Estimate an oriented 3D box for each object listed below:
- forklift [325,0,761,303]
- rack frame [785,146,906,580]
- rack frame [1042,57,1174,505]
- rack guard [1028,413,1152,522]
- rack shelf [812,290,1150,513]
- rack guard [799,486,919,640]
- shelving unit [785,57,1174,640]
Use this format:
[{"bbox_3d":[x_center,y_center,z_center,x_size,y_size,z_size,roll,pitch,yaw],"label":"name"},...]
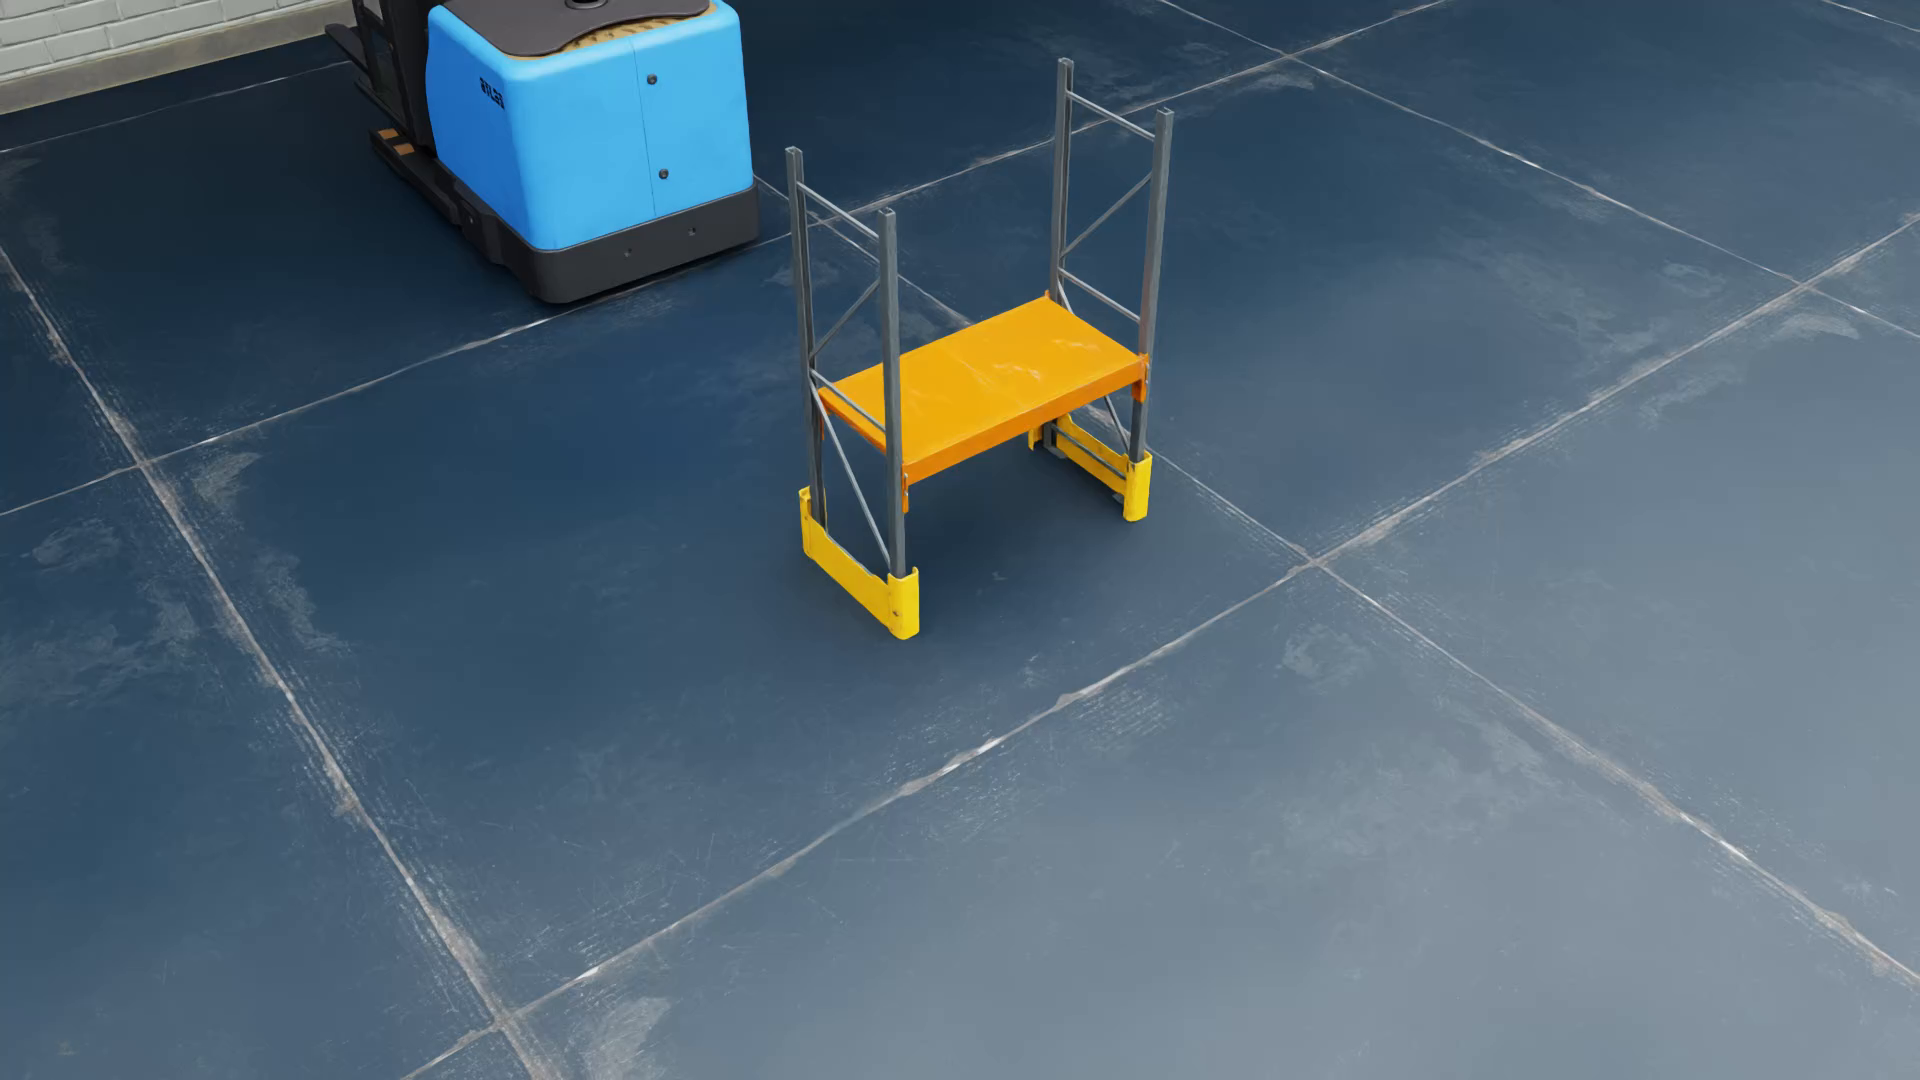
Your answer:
[{"bbox_3d":[-2.146,-2.991,7.085,1.130,2.935,3.031,-25,45,-27],"label":"forklift"},{"bbox_3d":[-0.335,-0.416,5.075,0.032,1.500,0.500,-26,46,-28],"label":"rack frame"},{"bbox_3d":[0.471,-0.809,5.554,0.032,1.500,0.500,-26,46,-28],"label":"rack frame"},{"bbox_3d":[0.455,-0.319,5.941,0.087,0.250,0.587,-26,46,-28],"label":"rack guard"},{"bbox_3d":[0.068,-0.474,5.429,1.000,0.185,0.538,-26,46,-28],"label":"rack shelf"},{"bbox_3d":[-0.334,0.066,5.472,0.087,0.250,0.587,-26,46,-28],"label":"rack guard"},{"bbox_3d":[0.060,-0.609,5.310,1.083,1.500,0.587,-26,46,-28],"label":"shelving unit"}]
